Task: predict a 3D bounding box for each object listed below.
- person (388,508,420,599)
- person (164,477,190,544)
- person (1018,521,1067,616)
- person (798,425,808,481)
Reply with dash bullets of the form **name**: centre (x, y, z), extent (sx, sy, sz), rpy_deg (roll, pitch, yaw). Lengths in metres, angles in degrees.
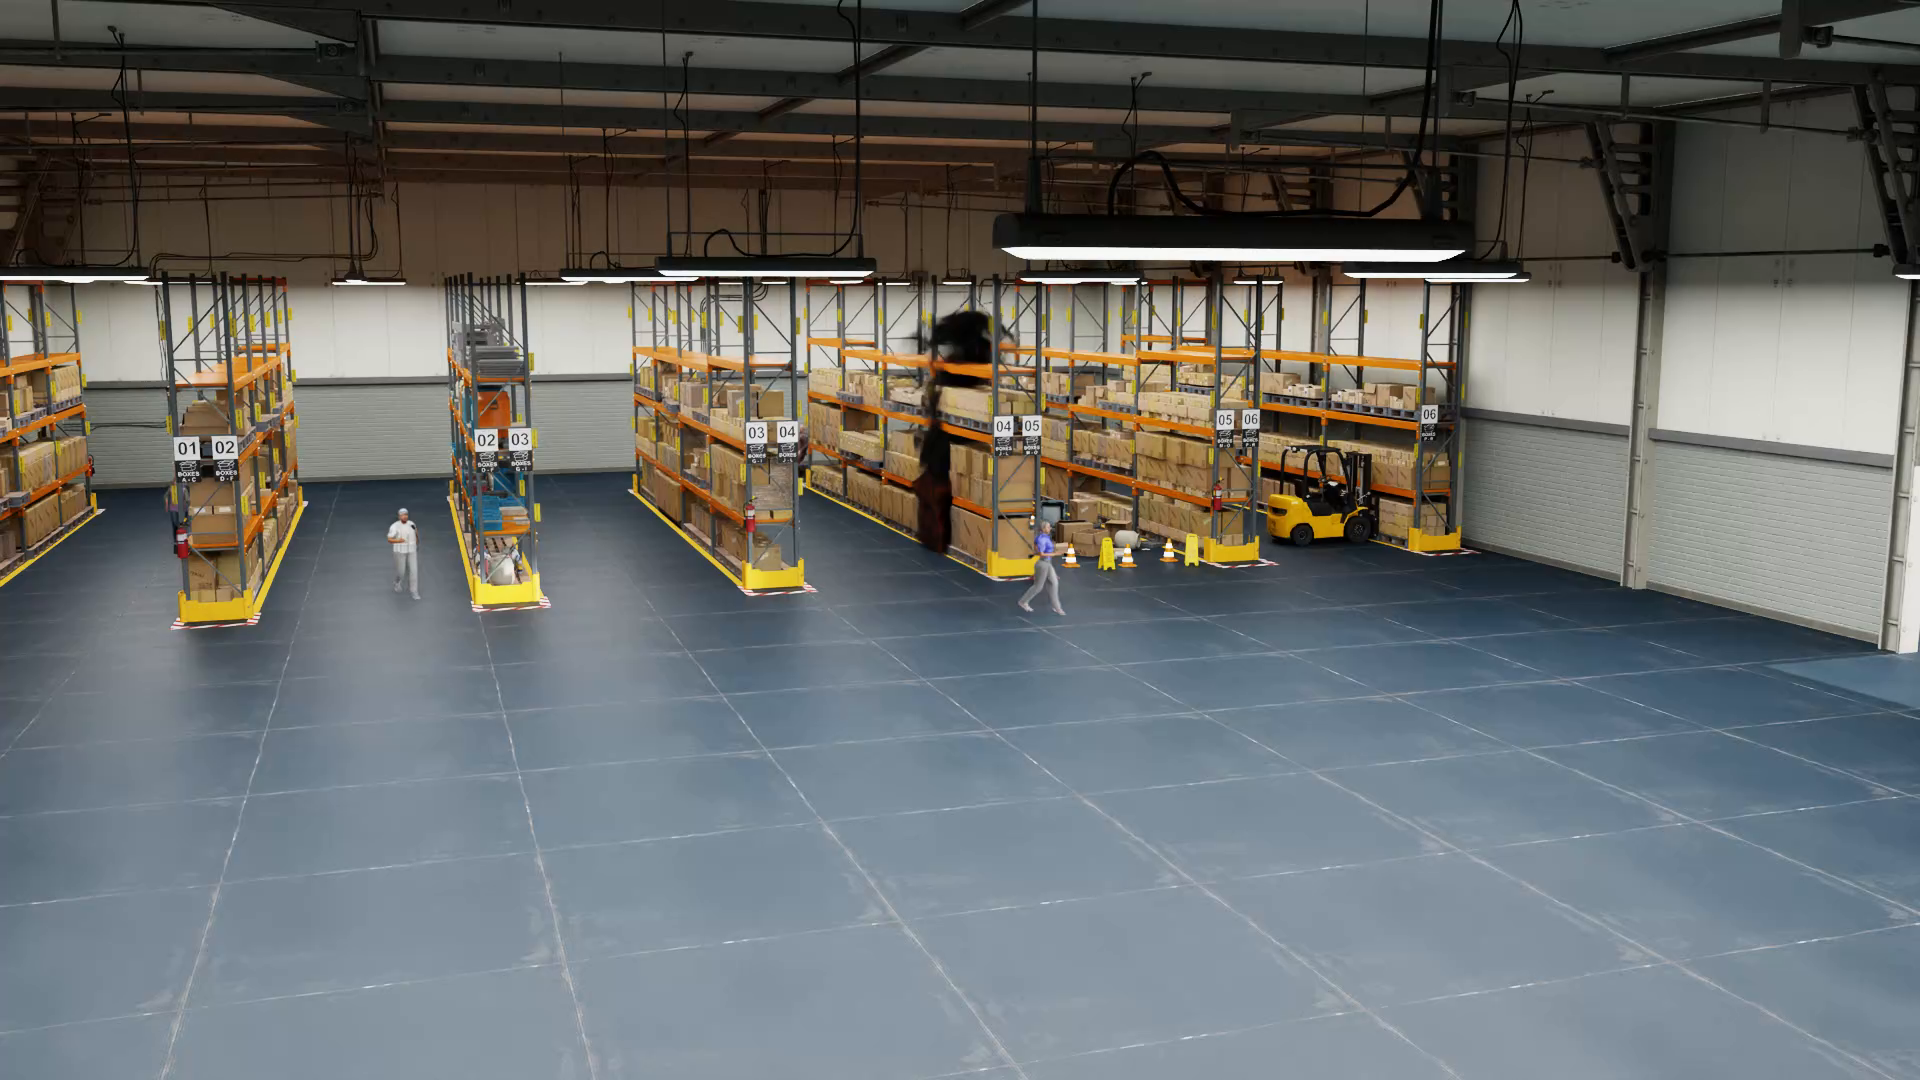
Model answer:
- **person**: centre (-10.308, 0.232, 30.901), extent (0.609, 1.647, 0.919), rpy_deg (-6, 10, -34)
- **person**: centre (-17.341, -0.619, 36.873), extent (0.510, 1.607, 0.676), rpy_deg (-4, 10, -26)
- **person**: centre (1.448, 0.501, 29.272), extent (0.862, 1.701, 0.570), rpy_deg (2, 9, 16)
- **person**: centre (-4.782, -2.571, 49.492), extent (0.546, 1.706, 0.757), rpy_deg (-3, 9, -17)
